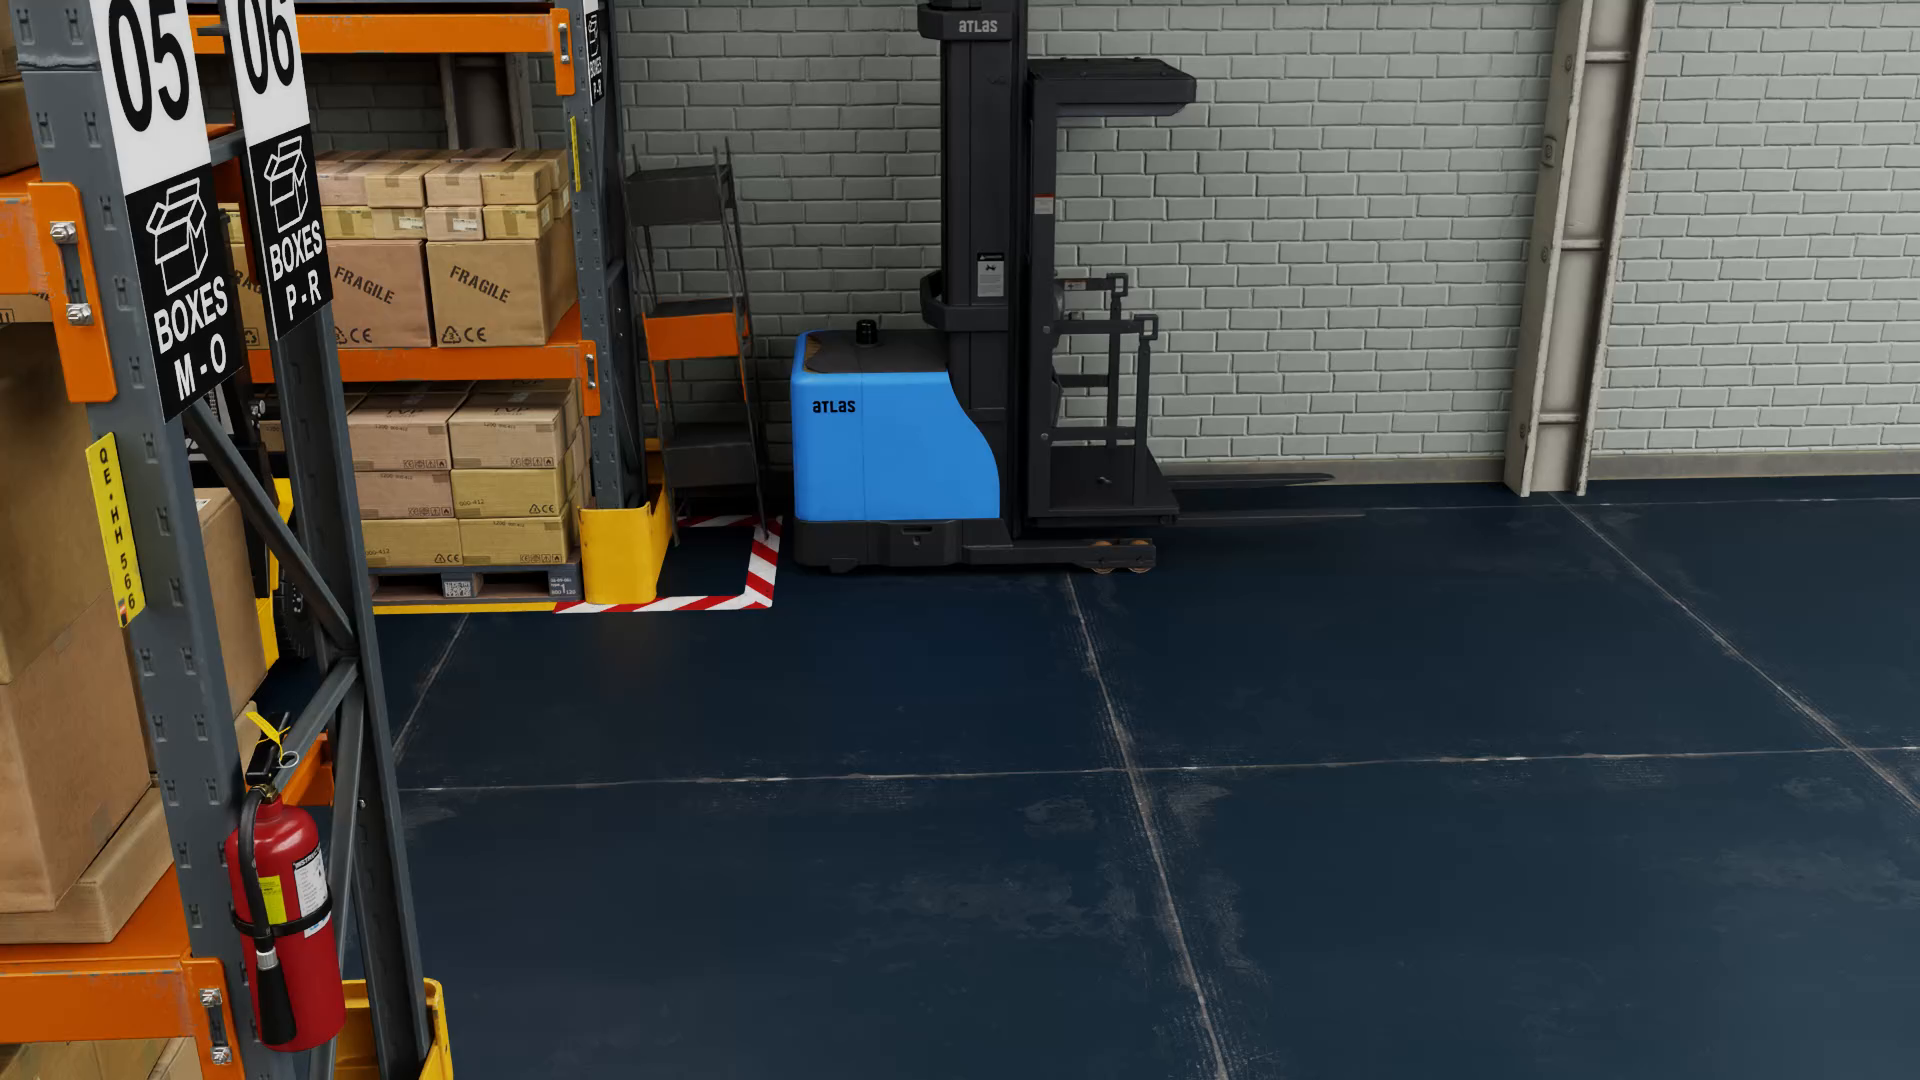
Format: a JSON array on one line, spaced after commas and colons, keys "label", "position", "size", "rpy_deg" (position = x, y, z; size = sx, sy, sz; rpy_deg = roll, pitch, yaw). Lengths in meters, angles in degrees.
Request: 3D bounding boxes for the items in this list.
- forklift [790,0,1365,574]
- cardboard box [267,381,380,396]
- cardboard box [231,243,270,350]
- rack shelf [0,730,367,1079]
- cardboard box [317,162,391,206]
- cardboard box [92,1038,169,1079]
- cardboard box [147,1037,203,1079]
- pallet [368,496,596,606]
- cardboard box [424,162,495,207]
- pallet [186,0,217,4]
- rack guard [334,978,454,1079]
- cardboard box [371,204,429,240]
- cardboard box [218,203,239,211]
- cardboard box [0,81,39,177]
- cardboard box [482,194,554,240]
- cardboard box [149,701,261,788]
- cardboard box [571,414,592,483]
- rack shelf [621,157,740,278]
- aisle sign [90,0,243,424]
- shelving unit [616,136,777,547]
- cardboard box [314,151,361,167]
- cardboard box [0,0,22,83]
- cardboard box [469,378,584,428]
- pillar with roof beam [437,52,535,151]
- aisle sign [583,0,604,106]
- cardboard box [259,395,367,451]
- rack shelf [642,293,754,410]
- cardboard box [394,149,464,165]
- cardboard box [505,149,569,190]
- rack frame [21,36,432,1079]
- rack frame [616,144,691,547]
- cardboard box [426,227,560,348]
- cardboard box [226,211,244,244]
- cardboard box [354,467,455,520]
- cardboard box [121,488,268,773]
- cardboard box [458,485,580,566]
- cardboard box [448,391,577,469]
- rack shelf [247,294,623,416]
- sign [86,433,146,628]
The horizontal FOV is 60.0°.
[{"label": "forklift", "position": [0.627, -1.382, 8.632], "size": [3.031, 2.935, 1.130], "rpy_deg": [-1, 21, -3]}, {"label": "cardboard box", "position": [-3.247, -0.706, 8.629], "size": [0.500, 0.250, 0.500], "rpy_deg": [-1, 21, -3]}, {"label": "cardboard box", "position": [-3.264, -1.214, 7.953], "size": [0.500, 0.500, 0.500], "rpy_deg": [-2, 21, -4]}, {"label": "rack shelf", "position": [-3.467, 0.852, 3.679], "size": [4.000, 0.370, 1.077], "rpy_deg": [-1, 21, -3]}, {"label": "cardboard box", "position": [-2.860, -1.685, 7.861], "size": [0.250, 0.149, 0.380], "rpy_deg": [-1, 21, -3]}, {"label": "cardboard box", "position": [-2.315, 1.132, 4.152], "size": [0.500, 0.500, 0.500], "rpy_deg": [-2, 21, -5]}, {"label": "cardboard box", "position": [-2.292, 1.482, 4.287], "size": [0.500, 0.250, 0.500], "rpy_deg": [-1, 21, -3]}, {"label": "pallet", "position": [-2.519, 0.045, 8.705], "size": [1.213, 0.211, 1.003], "rpy_deg": [-1, 21, -3]}, {"label": "cardboard box", "position": [-2.348, -1.679, 7.844], "size": [0.250, 0.149, 0.380], "rpy_deg": [-1, 21, -3]}, {"label": "pallet", "position": [-3.686, -2.618, 7.689], "size": [1.213, 0.211, 1.003], "rpy_deg": [-1, 21, -3]}, {"label": "rack guard", "position": [-1.546, 1.645, 4.098], "size": [0.348, 0.500, 1.175], "rpy_deg": [-1, 21, -3]}, {"label": "cardboard box", "position": [-2.604, -1.532, 7.877], "size": [0.250, 0.149, 0.380], "rpy_deg": [-1, 21, -2]}, {"label": "cardboard box", "position": [-3.372, -1.633, 7.725], "size": [0.250, 0.149, 0.380], "rpy_deg": [-1, 21, -2]}, {"label": "cardboard box", "position": [-1.811, -0.703, 2.888], "size": [0.250, 0.149, 0.380], "rpy_deg": [-1, 21, -3]}, {"label": "cardboard box", "position": [-2.088, -1.531, 7.875], "size": [0.250, 0.149, 0.380], "rpy_deg": [-1, 21, -2]}, {"label": "cardboard box", "position": [-1.821, 0.526, 3.877], "size": [0.250, 0.149, 0.380], "rpy_deg": [-1, 21, -3]}, {"label": "cardboard box", "position": [-2.239, -0.497, 8.783], "size": [0.500, 0.250, 0.500], "rpy_deg": [-1, 21, -2]}, {"label": "rack shelf", "position": [-1.428, -1.668, 8.577], "size": [0.480, 0.518, 0.431], "rpy_deg": [-4, 21, 3]}, {"label": "aisle sign", "position": [-1.392, -0.638, 2.928], "size": [0.004, 0.787, 0.394], "rpy_deg": [-1, 21, -3]}, {"label": "shelving unit", "position": [-1.372, -1.028, 8.819], "size": [0.503, 2.100, 0.431], "rpy_deg": [-4, 21, 3]}, {"label": "cardboard box", "position": [-3.141, -1.828, 8.237], "size": [0.250, 0.149, 0.380], "rpy_deg": [-1, 21, -1]}, {"label": "cardboard box", "position": [-1.966, -0.890, 2.819], "size": [0.500, 0.250, 0.500], "rpy_deg": [-1, 21, -4]}, {"label": "cardboard box", "position": [-2.248, -0.724, 8.676], "size": [0.500, 0.250, 0.500], "rpy_deg": [-1, 21, -4]}, {"label": "pillar with roof beam", "position": [-2.258, -2.869, 4.008], "size": [0.400, 9.000, 9.100], "rpy_deg": [-1, 21, -3]}, {"label": "aisle sign", "position": [-1.675, -2.400, 7.555], "size": [0.004, 0.787, 0.394], "rpy_deg": [-1, 21, -3]}, {"label": "cardboard box", "position": [-3.212, -0.520, 8.141], "size": [0.500, 0.250, 0.500], "rpy_deg": [-1, 21, -2]}, {"label": "rack shelf", "position": [-1.371, -1.015, 8.824], "size": [0.480, 0.518, 0.431], "rpy_deg": [-4, 21, 3]}, {"label": "cardboard box", "position": [-2.631, -1.842, 8.274], "size": [0.250, 0.149, 0.380], "rpy_deg": [-1, 21, -2]}, {"label": "cardboard box", "position": [-2.105, -1.846, 8.284], "size": [0.250, 0.149, 0.380], "rpy_deg": [-2, 21, -4]}, {"label": "rack frame", "position": [-1.470, 0.475, 3.657], "size": [0.127, 3.000, 1.000], "rpy_deg": [-1, 21, -3]}, {"label": "rack frame", "position": [-1.615, -1.012, 8.833], "size": [0.015, 2.100, 0.400], "rpy_deg": [-4, 21, 3]}, {"label": "cardboard box", "position": [-2.234, -1.232, 7.999], "size": [0.500, 0.500, 0.500], "rpy_deg": [-2, 21, -4]}, {"label": "cardboard box", "position": [-3.367, -1.497, 7.784], "size": [0.250, 0.149, 0.380], "rpy_deg": [-1, 21, -3]}, {"label": "cardboard box", "position": [-2.727, -0.306, 8.280], "size": [0.500, 0.250, 0.500], "rpy_deg": [-1, 21, -4]}, {"label": "cardboard box", "position": [-1.959, 0.200, 3.820], "size": [0.500, 0.500, 0.500], "rpy_deg": [-1, 21, -4]}, {"label": "cardboard box", "position": [-2.209, -0.078, 8.383], "size": [0.500, 0.250, 0.500], "rpy_deg": [-1, 21, -3]}, {"label": "cardboard box", "position": [-2.199, -0.546, 8.210], "size": [0.500, 0.250, 0.500], "rpy_deg": [0, 21, -1]}, {"label": "rack shelf", "position": [-3.754, -0.911, 8.310], "size": [4.000, 0.370, 1.077], "rpy_deg": [-1, 21, -3]}, {"label": "sign", "position": [-1.459, -0.016, 2.876], "size": [0.005, 0.325, 0.100], "rpy_deg": [-1, 21, -3]}]
